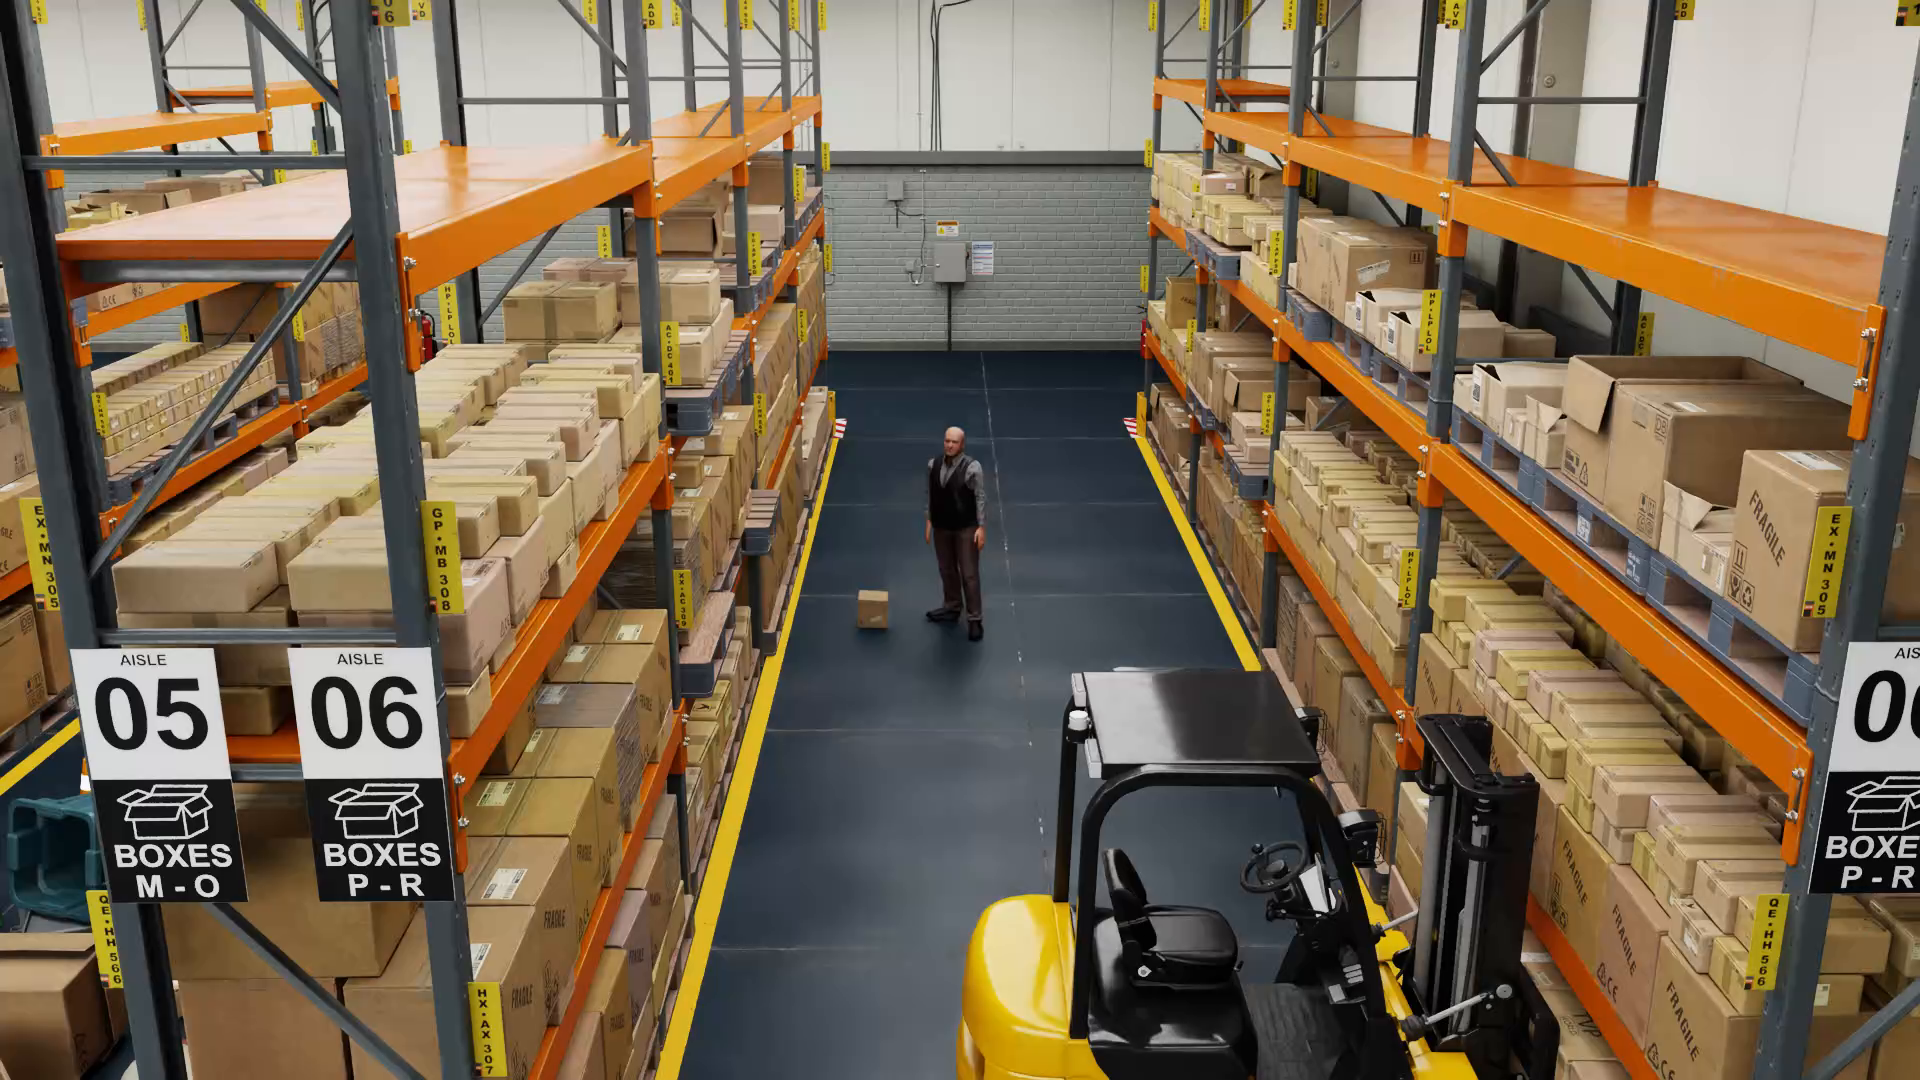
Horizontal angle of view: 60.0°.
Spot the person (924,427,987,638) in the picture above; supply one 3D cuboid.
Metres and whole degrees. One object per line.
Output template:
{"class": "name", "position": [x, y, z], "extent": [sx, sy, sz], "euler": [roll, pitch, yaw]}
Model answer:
{"class": "person", "position": [-0.027, -0.093, 13.818], "extent": [0.689, 1.717, 0.488], "euler": [11, 20, 31]}
